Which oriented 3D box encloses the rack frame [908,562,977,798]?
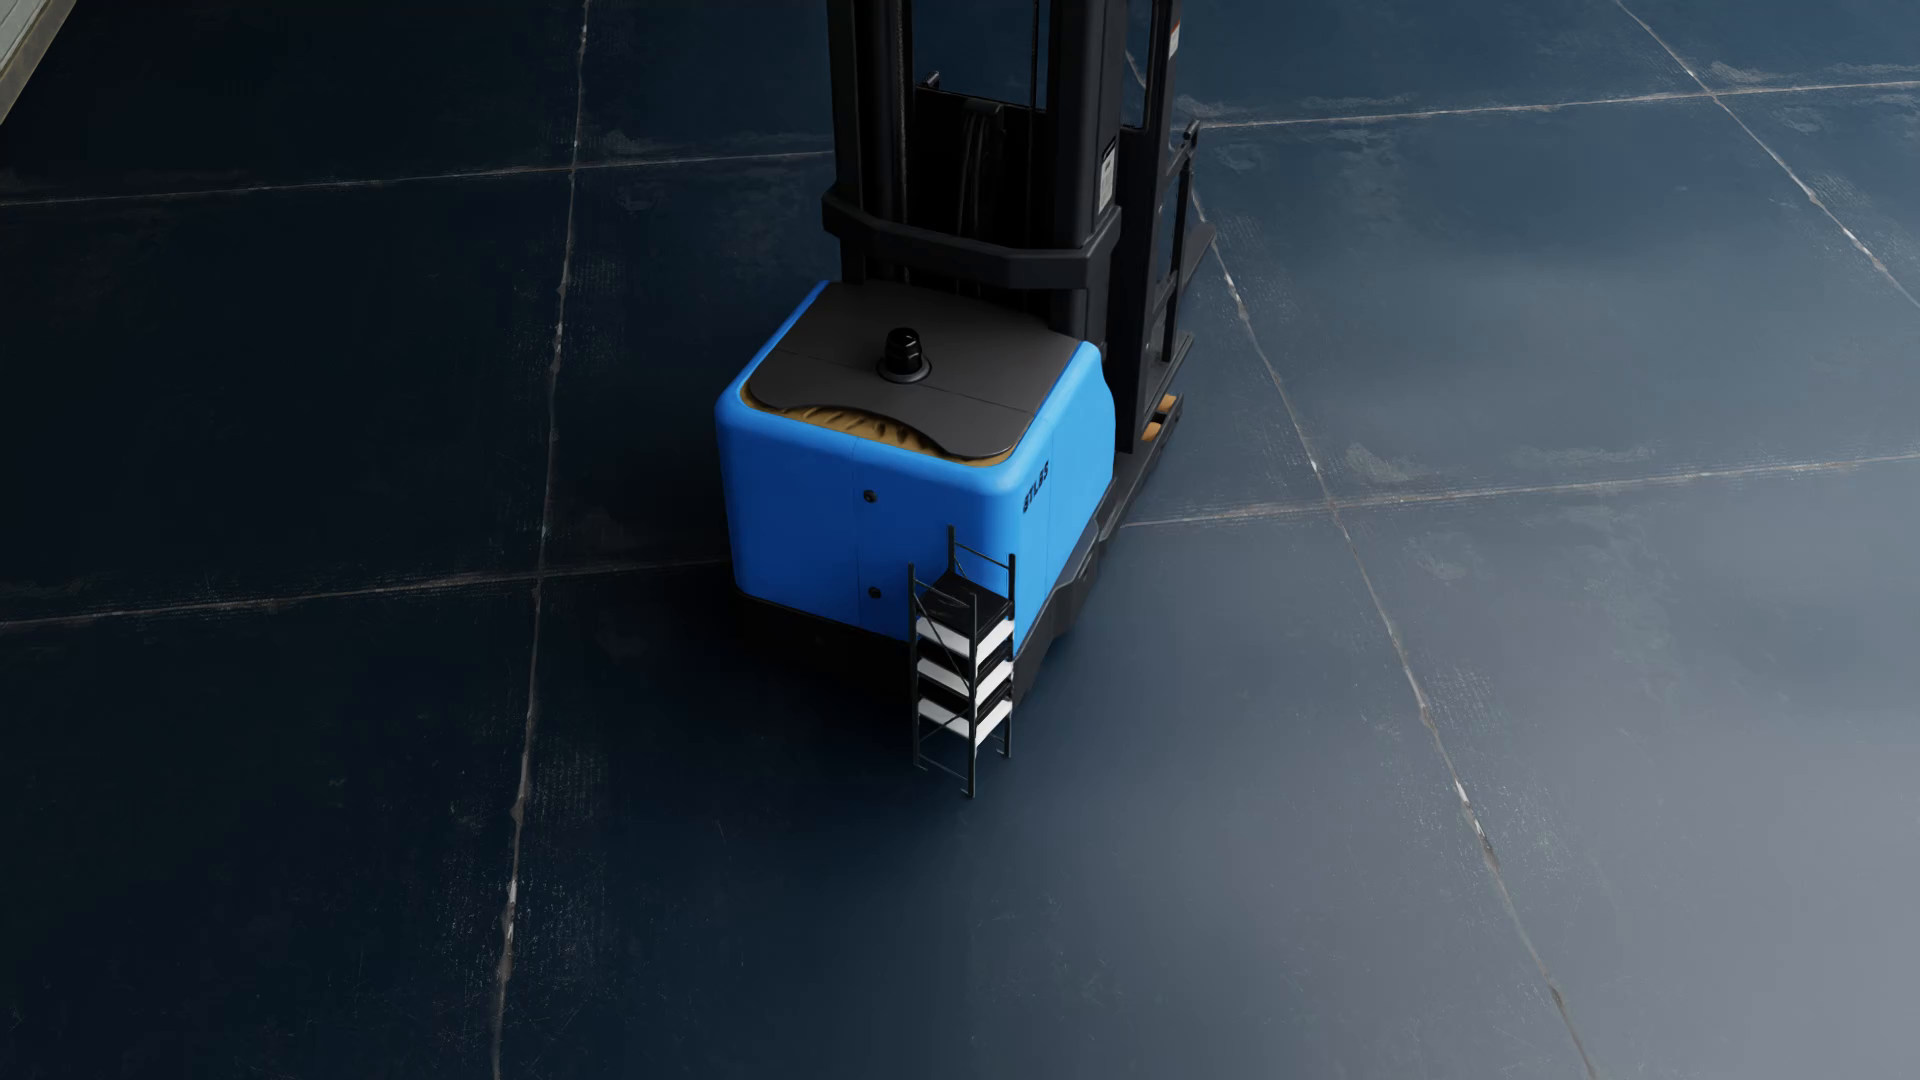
[{"bbox_3d":[-0.053,0.445,5.084,0.240,0.900,0.006,25,48,25],"label":"rack frame"}]

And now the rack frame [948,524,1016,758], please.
[{"bbox_3d":[0.065,0.334,5.208,0.240,0.900,0.006,25,48,25],"label":"rack frame"}]

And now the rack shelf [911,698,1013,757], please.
[{"bbox_3d":[0.006,0.548,5.289,0.258,0.077,0.200,25,48,25],"label":"rack shelf"}]

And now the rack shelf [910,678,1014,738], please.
[{"bbox_3d":[0.006,0.481,5.229,0.258,0.077,0.200,25,48,25],"label":"rack shelf"}]

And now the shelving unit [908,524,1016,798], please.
[{"bbox_3d":[0.006,0.390,5.146,0.258,0.900,0.210,25,48,25],"label":"shelving unit"}]

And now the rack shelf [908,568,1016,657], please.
[{"bbox_3d":[0.006,0.214,4.987,0.258,0.077,0.200,25,48,25],"label":"rack shelf"}]

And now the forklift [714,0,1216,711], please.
[{"bbox_3d":[0.255,-1.494,5.718,1.130,2.935,3.031,16,44,17],"label":"forklift"}]

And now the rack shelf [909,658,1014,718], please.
[{"bbox_3d":[0.006,0.415,5.168,0.258,0.077,0.200,25,48,25],"label":"rack shelf"}]

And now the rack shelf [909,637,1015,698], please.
[{"bbox_3d":[0.006,0.348,5.108,0.258,0.077,0.200,25,48,25],"label":"rack shelf"}]

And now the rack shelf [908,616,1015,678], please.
[{"bbox_3d":[0.006,0.281,5.048,0.258,0.077,0.200,25,48,25],"label":"rack shelf"}]
